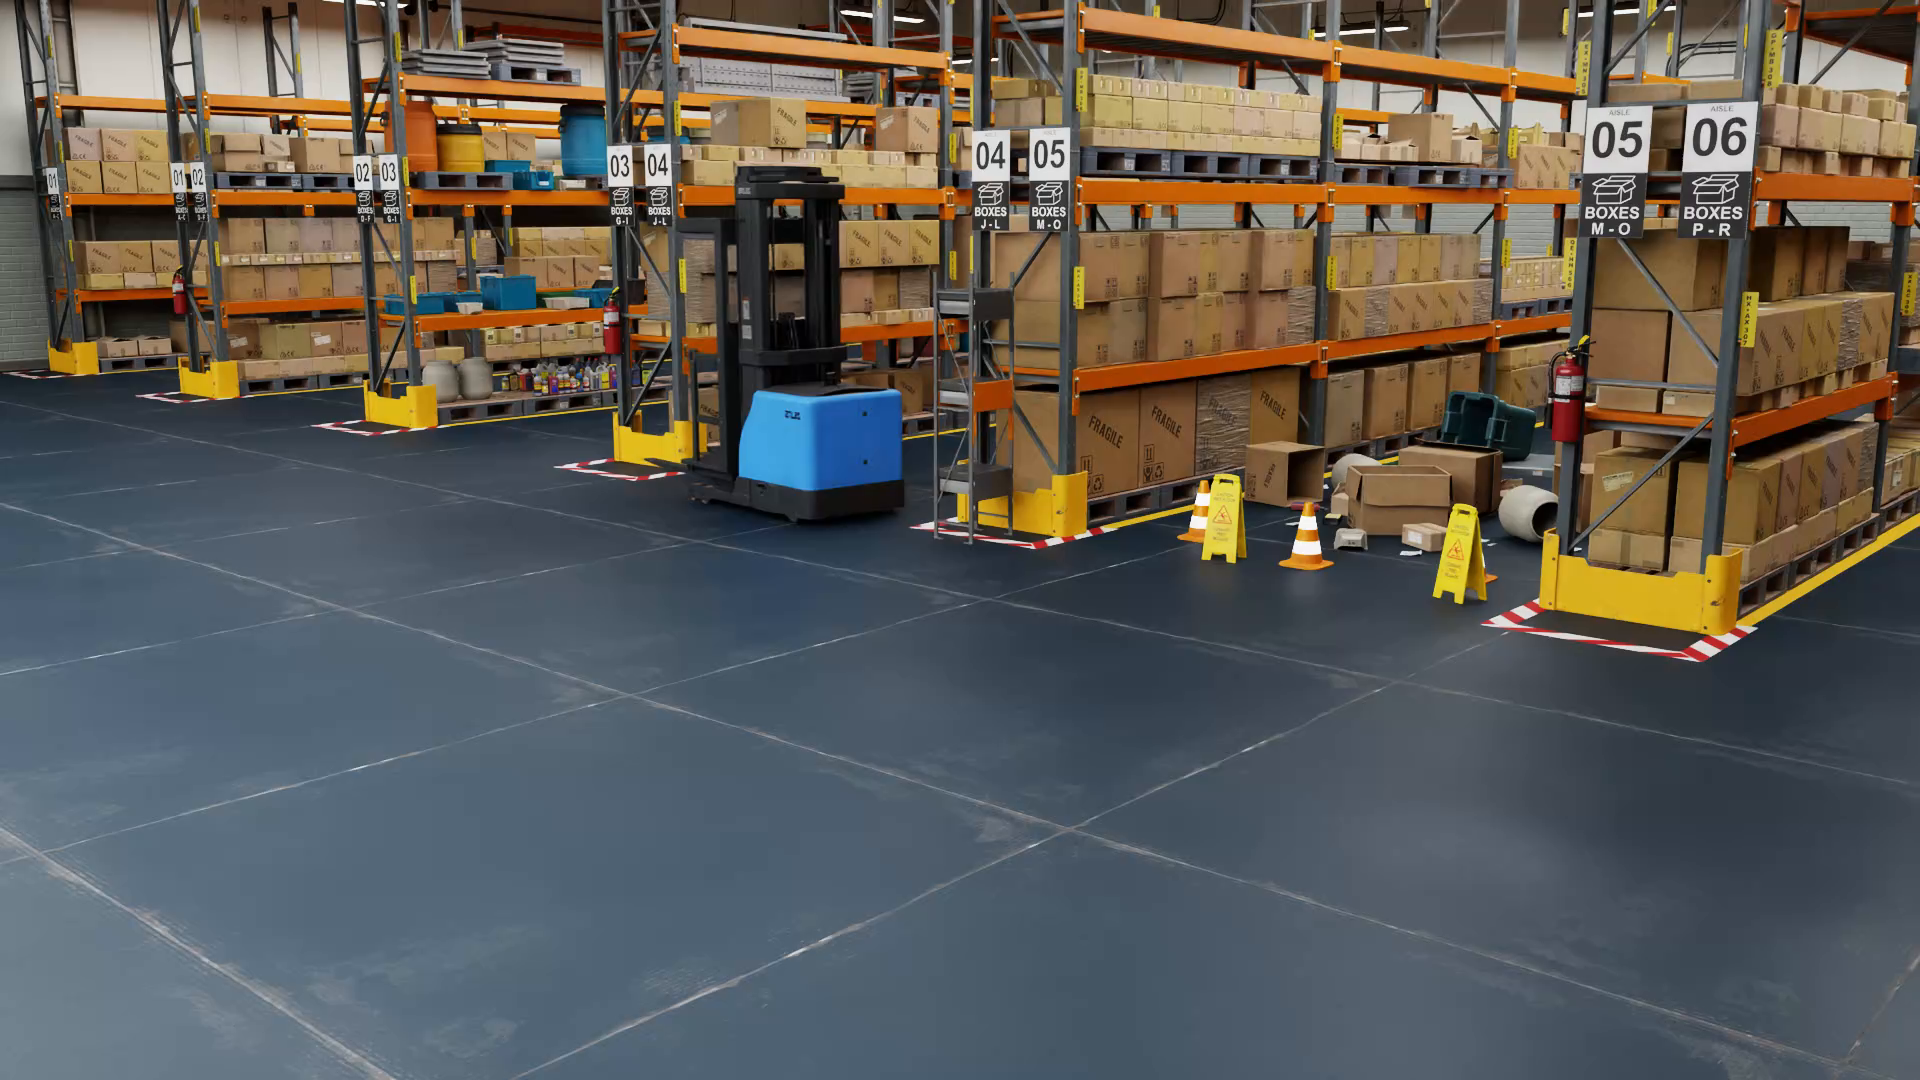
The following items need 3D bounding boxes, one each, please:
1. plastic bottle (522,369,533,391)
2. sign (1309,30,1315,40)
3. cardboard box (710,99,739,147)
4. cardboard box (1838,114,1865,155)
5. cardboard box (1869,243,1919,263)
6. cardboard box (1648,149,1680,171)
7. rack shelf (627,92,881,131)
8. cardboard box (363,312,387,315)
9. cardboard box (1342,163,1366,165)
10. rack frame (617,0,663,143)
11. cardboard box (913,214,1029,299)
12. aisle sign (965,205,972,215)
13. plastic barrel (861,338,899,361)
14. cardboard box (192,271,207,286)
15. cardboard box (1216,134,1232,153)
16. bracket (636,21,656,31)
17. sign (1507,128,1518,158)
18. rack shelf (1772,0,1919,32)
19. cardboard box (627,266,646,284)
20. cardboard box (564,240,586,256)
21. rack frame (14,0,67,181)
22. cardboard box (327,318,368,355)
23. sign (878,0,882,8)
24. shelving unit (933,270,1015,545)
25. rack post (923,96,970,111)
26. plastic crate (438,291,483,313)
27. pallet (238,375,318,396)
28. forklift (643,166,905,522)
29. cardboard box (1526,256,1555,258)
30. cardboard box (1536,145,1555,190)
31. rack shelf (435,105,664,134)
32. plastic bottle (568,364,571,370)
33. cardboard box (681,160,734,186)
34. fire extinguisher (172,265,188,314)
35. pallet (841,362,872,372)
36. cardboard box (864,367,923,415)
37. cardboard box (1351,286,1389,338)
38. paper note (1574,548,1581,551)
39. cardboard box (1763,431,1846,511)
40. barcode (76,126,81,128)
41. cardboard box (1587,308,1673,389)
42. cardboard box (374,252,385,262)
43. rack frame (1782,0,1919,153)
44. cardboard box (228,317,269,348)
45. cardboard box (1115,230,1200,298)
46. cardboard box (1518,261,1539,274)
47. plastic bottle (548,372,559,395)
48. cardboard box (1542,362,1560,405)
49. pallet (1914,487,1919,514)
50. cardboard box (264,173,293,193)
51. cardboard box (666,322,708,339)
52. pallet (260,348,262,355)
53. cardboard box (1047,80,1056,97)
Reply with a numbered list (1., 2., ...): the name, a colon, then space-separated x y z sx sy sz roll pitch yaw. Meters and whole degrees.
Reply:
1. plastic bottle: -5.709 -2.117 21.965 0.061 0.283 0.133 10 15 40
2. sign: 5.198 -7.382 24.610 0.100 0.325 0.005 10 15 40
3. cardboard box: -2.306 -4.418 17.724 0.500 0.500 0.500 10 15 40
4. cardboard box: 5.852 -2.773 11.400 0.500 0.250 0.500 10 15 42
5. cardboard box: 7.522 -2.296 13.305 0.380 0.149 0.250 10 15 40
6. cardboard box: 4.331 -2.402 10.559 0.380 0.149 0.250 10 15 41
7. rack shelf: -2.899 -6.162 23.948 1.077 0.370 4.000 10 15 40
8. cardboard box: -10.884 -3.939 30.533 0.700 0.500 0.500 9 15 39
9. cardboard box: 6.064 -6.047 26.586 0.700 0.500 0.500 11 15 43
10. rack frame: -4.219 -6.417 22.365 1.000 3.000 0.127 10 15 40
11. cardboard box: 0.131 -3.434 20.141 1.000 1.000 1.000 10 15 41
12. aisle sign: 0.259 -7.127 34.598 0.394 0.787 0.004 10 15 40
13. plastic barrel: -1.268 -3.280 26.442 0.600 0.830 0.708 10 15 40
14. cardboard box: -12.732 -4.361 27.720 0.500 0.250 0.500 10 15 41
15. cardboard box: 2.154 -3.462 14.541 0.380 0.149 0.250 10 15 40
16. bracket: -6.575 -10.748 34.858 0.235 0.232 0.430 10 15 40
17. sign: 6.213 -4.458 18.690 0.100 0.325 0.005 10 15 40
18. rack shelf: 5.625 -3.847 11.341 1.077 0.370 4.000 10 15 40
19. cardboard box: -5.570 -4.613 28.877 0.500 0.311 0.500 11 16 44
20. cardboard box: -7.826 -5.736 33.208 0.500 0.500 0.500 10 15 40
21. rack frame: -14.301 -7.110 25.831 1.000 3.000 0.127 10 15 40
22. cardboard box: -9.064 -3.024 24.724 0.500 0.500 0.500 10 15 40
23. sign: -0.919 -6.383 19.407 0.100 0.325 0.005 10 15 40
24. shelving unit: 0.109 -1.054 13.127 0.431 2.100 0.503 10 15 40
25. rack post: -0.179 -7.035 26.733 0.954 0.300 0.937 -10 15 -41
26. plastic crate: -6.321 -3.021 21.058 0.499 0.251 0.408 10 15 40
27. pallet: -10.104 -2.278 24.079 1.003 0.211 1.213 10 15 40
28. forklift: -1.813 -1.816 14.822 1.130 2.935 3.031 -9 15 -39
29. cardboard box: 7.657 -3.690 22.077 0.380 0.149 0.250 10 15 42
30. cardboard box: 6.703 -4.411 19.725 0.500 0.500 0.500 10 15 40
31. rack shelf: -6.617 -6.803 27.157 1.077 0.370 4.000 10 15 40
32. plastic bottle: -5.328 -2.247 22.616 0.061 0.283 0.133 11 15 43
33. cardboard box: -2.627 -3.681 16.708 0.500 0.250 0.500 10 15 42
34. fire extinguisher: -11.005 -3.532 23.436 0.296 0.674 0.183 10 15 40
35. pallet: -2.119 -2.587 25.626 1.003 0.211 1.213 10 15 40
36. cardboard box: -0.793 -1.761 19.681 0.500 0.500 0.500 9 15 39
37. cardboard box: 4.043 -2.345 17.037 0.500 0.500 0.500 10 15 41
38. paper note: 4.714 0.063 12.817 0.142 0.019 0.148 4 12 21
39. cardboard box: 6.086 -0.507 12.124 0.500 0.500 0.500 11 16 43
40. barcode: -14.208 -6.641 26.805 0.001 0.075 0.075 10 15 40
41. cardboard box: 4.457 -1.275 10.924 0.500 0.500 0.500 9 15 39
42. cardboard box: -8.795 -4.229 24.815 0.380 0.149 0.250 10 15 42
43. rack frame: 6.946 -4.495 12.744 1.000 3.000 0.127 10 15 40
44. cardboard box: -12.316 -3.588 28.777 0.500 0.500 0.500 8 14 36
45. cardboard box: 1.560 -2.401 14.432 0.875 0.550 0.550 10 15 40
46. cardboard box: 6.768 -3.299 20.120 0.380 0.149 0.250 9 14 38
47. plastic bottle: -5.265 -2.028 21.518 0.061 0.283 0.133 10 15 41
48. cardboard box: 7.124 -1.969 20.721 0.500 0.500 0.500 9 15 39
49. pallet: 8.264 -0.481 15.082 1.003 0.211 1.213 10 15 40
50. cardboard box: -11.810 -6.179 28.526 0.500 0.500 0.500 10 15 42
51. cardboard box: -2.772 -2.134 16.880 0.380 0.149 0.250 10 15 40
52. pallet: -12.078 -3.285 29.121 1.003 0.211 1.213 10 15 40
53. cardboard box: 0.654 -3.714 13.767 0.380 0.149 0.250 10 15 41
